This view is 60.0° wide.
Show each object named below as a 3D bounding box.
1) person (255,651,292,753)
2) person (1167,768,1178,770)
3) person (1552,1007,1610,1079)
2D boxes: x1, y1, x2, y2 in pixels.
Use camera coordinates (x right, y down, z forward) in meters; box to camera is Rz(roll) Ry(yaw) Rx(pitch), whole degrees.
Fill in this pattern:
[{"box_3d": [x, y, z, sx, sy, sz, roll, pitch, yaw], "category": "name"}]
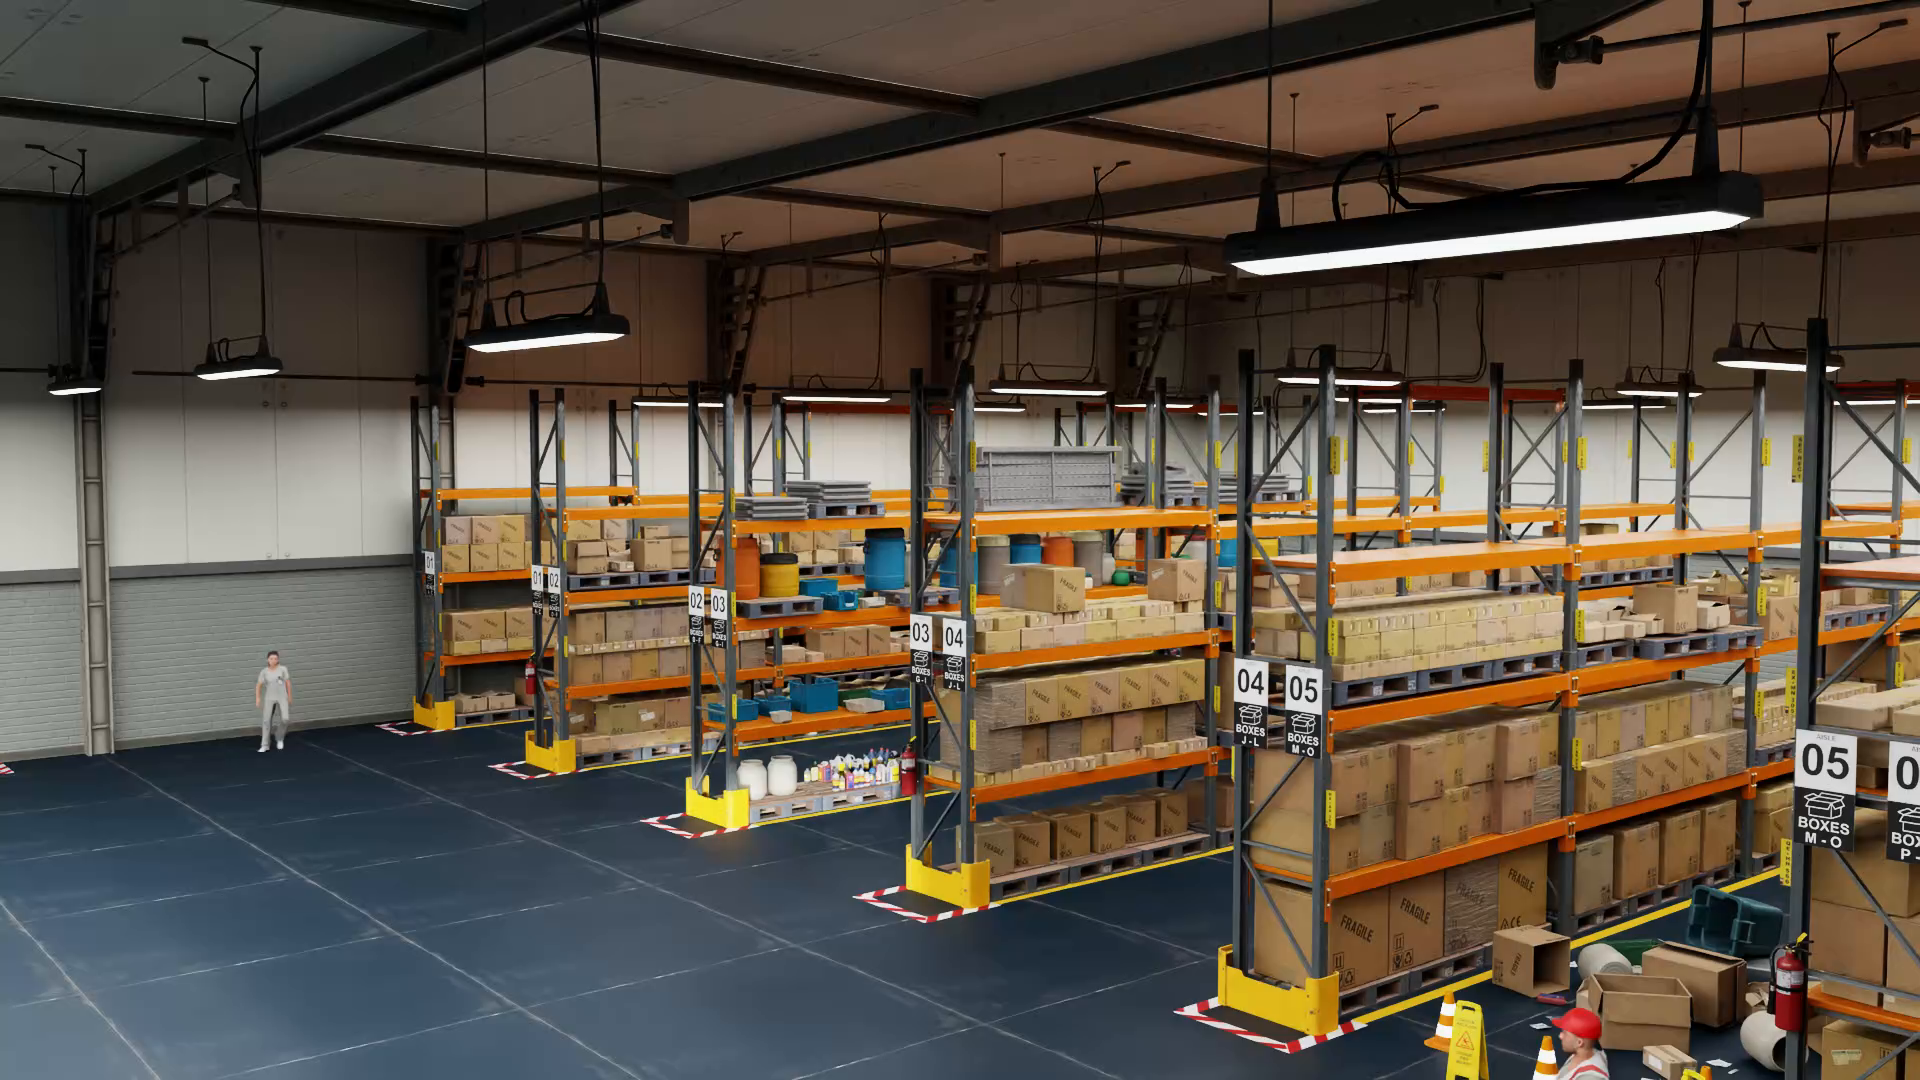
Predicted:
[{"box_3d": [-11.458, 2.688, 27.758, 0.537, 1.676, 0.466, -1, 4, -16], "category": "person"}, {"box_3d": [3.383, 2.772, 26.263, 0.411, 1.698, 0.487, 1, 3, 16], "category": "person"}, {"box_3d": [3.679, 3.670, 9.919, 0.381, 1.797, 0.558, 1, 3, 12], "category": "person"}]
